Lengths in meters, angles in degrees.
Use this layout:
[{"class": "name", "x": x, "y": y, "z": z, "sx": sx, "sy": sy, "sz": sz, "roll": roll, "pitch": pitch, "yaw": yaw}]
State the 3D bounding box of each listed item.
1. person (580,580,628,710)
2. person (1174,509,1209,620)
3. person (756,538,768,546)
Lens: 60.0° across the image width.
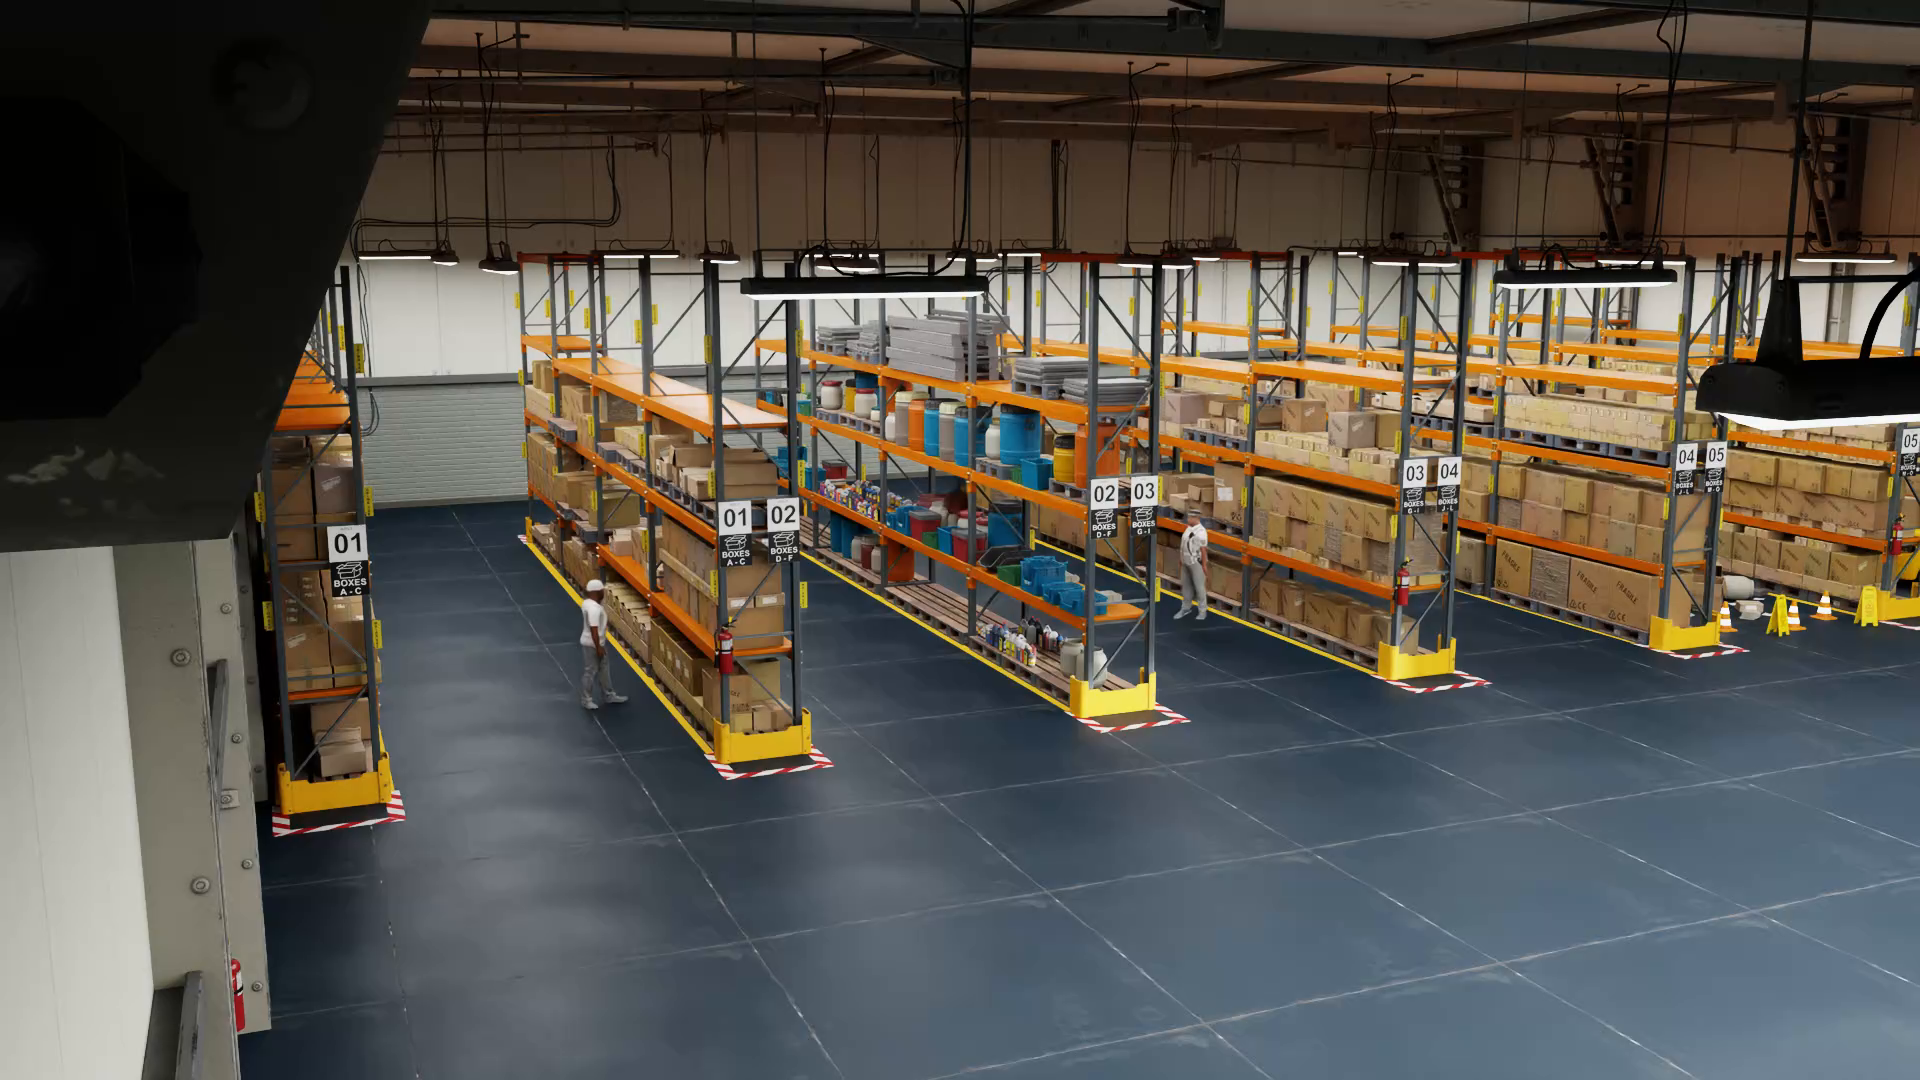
[{"class": "person", "x": -4.857, "y": 1.404, "z": 22.502, "sx": 0.571, "sy": 1.759, "sz": 0.608, "roll": 0, "pitch": 10, "yaw": 2}, {"class": "person", "x": 3.681, "y": 0.393, "z": 26.477, "sx": 0.439, "sy": 1.808, "sz": 0.673, "roll": -6, "pitch": 12, "yaw": -29}, {"class": "person", "x": -3.293, "y": 0.210, "z": 27.793, "sx": 0.428, "sy": 1.719, "sz": 0.491, "roll": -5, "pitch": 11, "yaw": -24}]
